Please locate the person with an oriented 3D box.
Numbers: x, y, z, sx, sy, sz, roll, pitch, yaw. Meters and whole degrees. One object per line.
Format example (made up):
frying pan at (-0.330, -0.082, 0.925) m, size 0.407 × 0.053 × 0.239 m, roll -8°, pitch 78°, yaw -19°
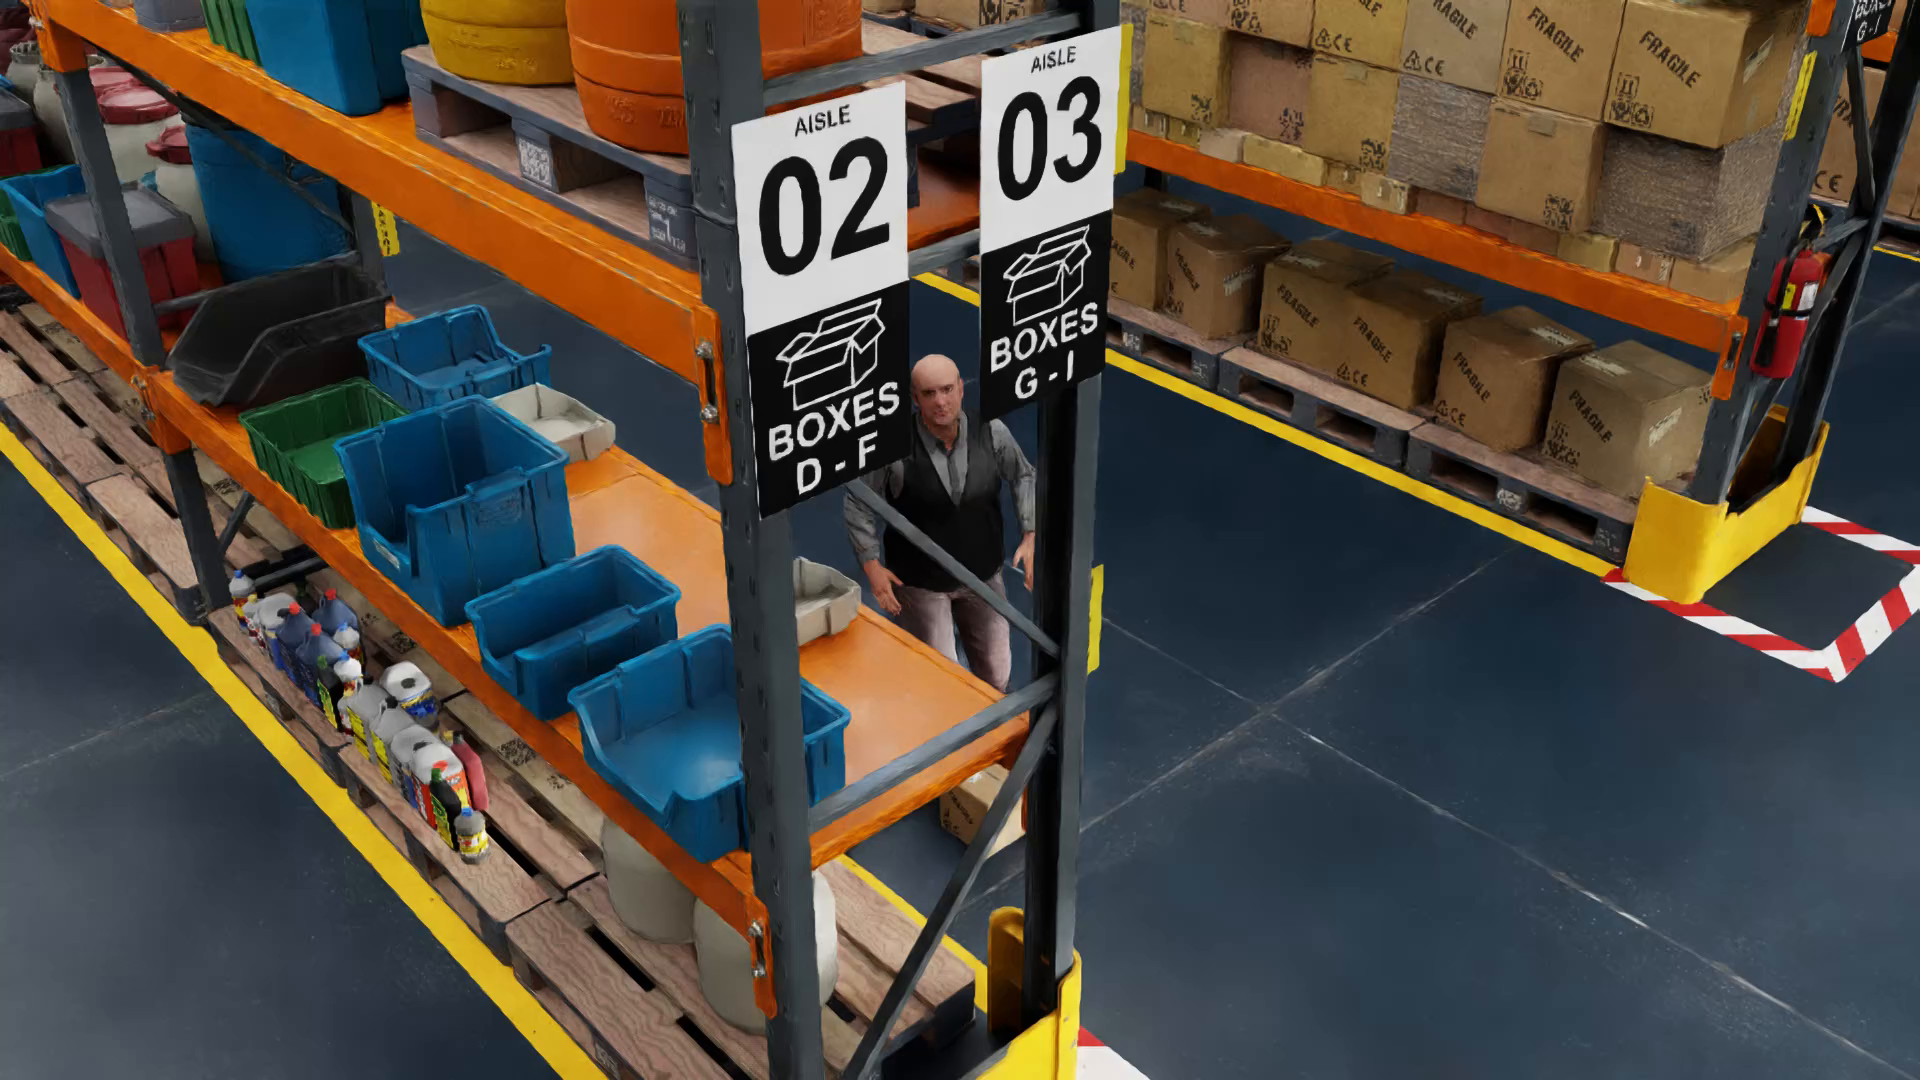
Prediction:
person at (-0.016, 0.141, 5.966) m, size 0.710 × 1.692 × 0.489 m, roll -14°, pitch 34°, yaw -21°
